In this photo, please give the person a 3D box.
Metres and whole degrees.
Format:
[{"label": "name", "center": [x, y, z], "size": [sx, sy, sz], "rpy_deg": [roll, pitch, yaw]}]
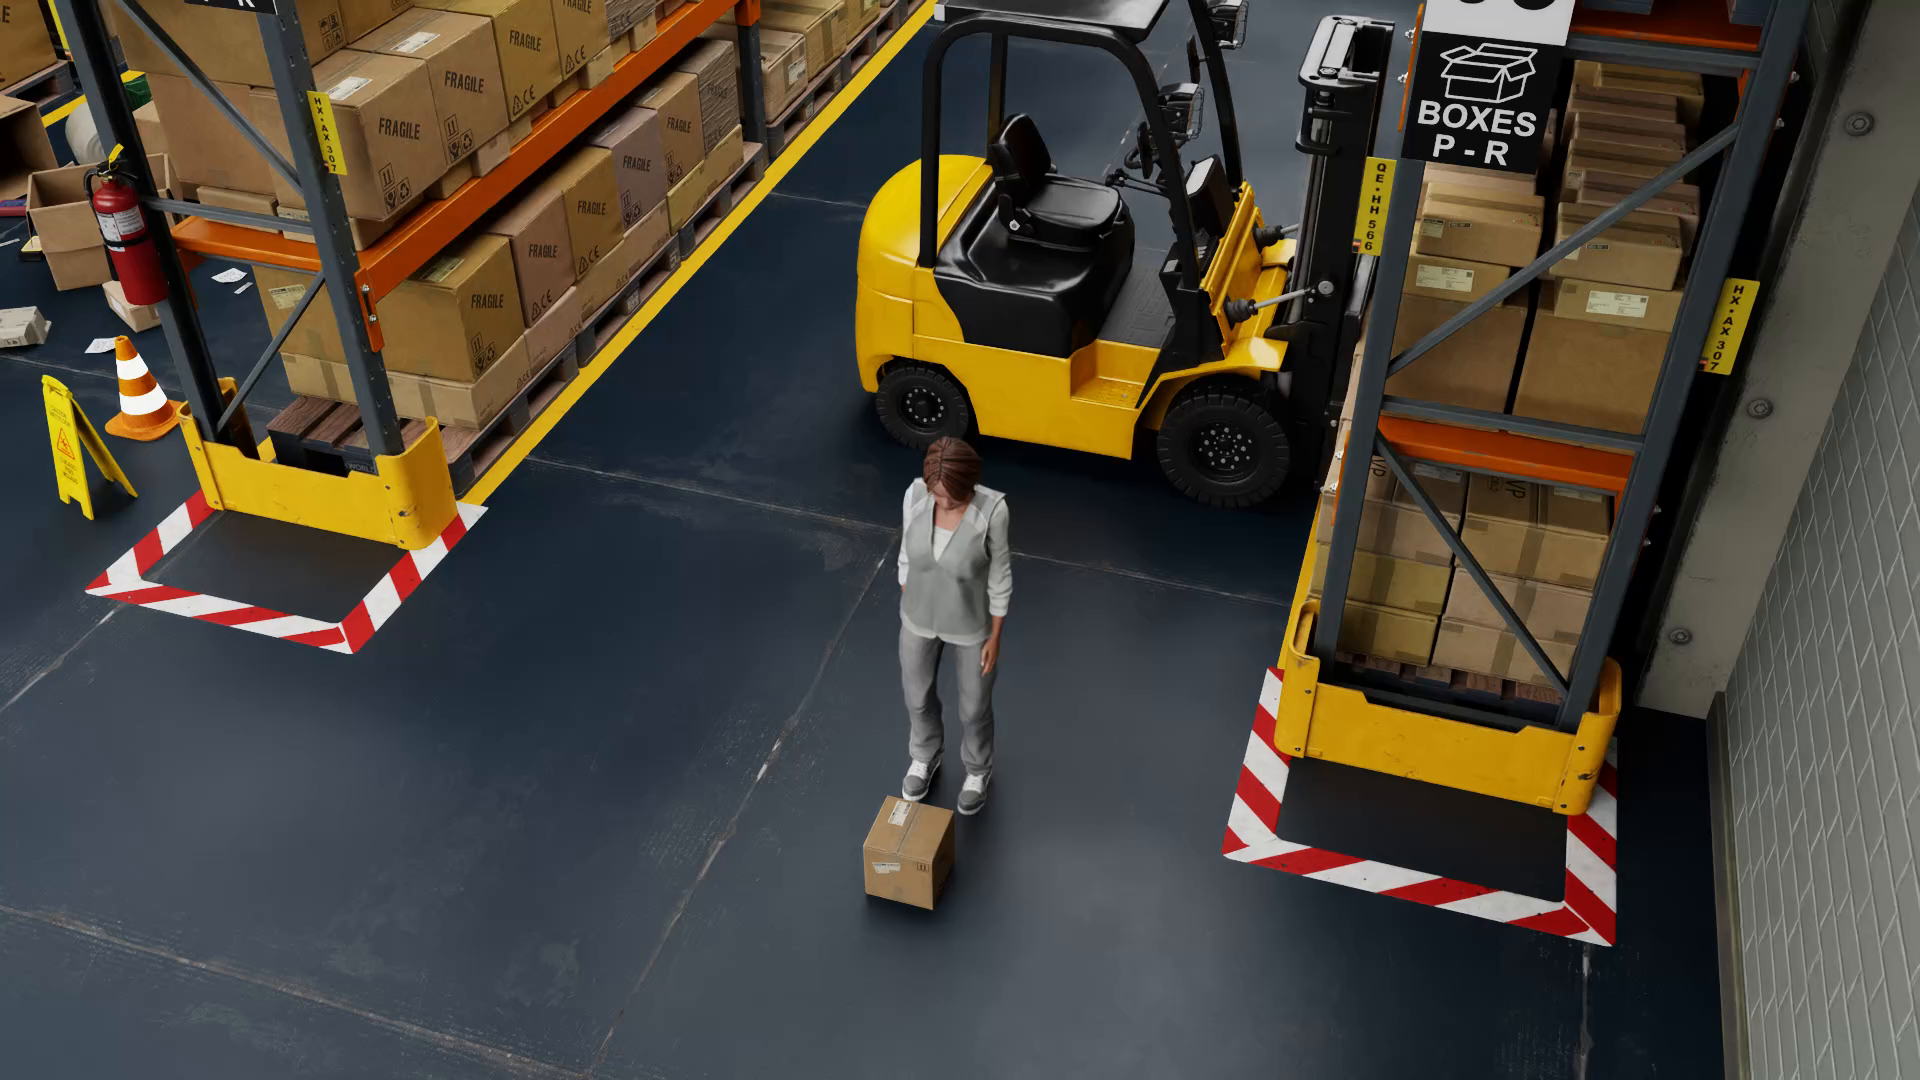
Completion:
[{"label": "person", "center": [-0.014, 0.302, 5.793], "size": [0.410, 1.576, 0.308], "rpy_deg": [12, 39, 15]}]
